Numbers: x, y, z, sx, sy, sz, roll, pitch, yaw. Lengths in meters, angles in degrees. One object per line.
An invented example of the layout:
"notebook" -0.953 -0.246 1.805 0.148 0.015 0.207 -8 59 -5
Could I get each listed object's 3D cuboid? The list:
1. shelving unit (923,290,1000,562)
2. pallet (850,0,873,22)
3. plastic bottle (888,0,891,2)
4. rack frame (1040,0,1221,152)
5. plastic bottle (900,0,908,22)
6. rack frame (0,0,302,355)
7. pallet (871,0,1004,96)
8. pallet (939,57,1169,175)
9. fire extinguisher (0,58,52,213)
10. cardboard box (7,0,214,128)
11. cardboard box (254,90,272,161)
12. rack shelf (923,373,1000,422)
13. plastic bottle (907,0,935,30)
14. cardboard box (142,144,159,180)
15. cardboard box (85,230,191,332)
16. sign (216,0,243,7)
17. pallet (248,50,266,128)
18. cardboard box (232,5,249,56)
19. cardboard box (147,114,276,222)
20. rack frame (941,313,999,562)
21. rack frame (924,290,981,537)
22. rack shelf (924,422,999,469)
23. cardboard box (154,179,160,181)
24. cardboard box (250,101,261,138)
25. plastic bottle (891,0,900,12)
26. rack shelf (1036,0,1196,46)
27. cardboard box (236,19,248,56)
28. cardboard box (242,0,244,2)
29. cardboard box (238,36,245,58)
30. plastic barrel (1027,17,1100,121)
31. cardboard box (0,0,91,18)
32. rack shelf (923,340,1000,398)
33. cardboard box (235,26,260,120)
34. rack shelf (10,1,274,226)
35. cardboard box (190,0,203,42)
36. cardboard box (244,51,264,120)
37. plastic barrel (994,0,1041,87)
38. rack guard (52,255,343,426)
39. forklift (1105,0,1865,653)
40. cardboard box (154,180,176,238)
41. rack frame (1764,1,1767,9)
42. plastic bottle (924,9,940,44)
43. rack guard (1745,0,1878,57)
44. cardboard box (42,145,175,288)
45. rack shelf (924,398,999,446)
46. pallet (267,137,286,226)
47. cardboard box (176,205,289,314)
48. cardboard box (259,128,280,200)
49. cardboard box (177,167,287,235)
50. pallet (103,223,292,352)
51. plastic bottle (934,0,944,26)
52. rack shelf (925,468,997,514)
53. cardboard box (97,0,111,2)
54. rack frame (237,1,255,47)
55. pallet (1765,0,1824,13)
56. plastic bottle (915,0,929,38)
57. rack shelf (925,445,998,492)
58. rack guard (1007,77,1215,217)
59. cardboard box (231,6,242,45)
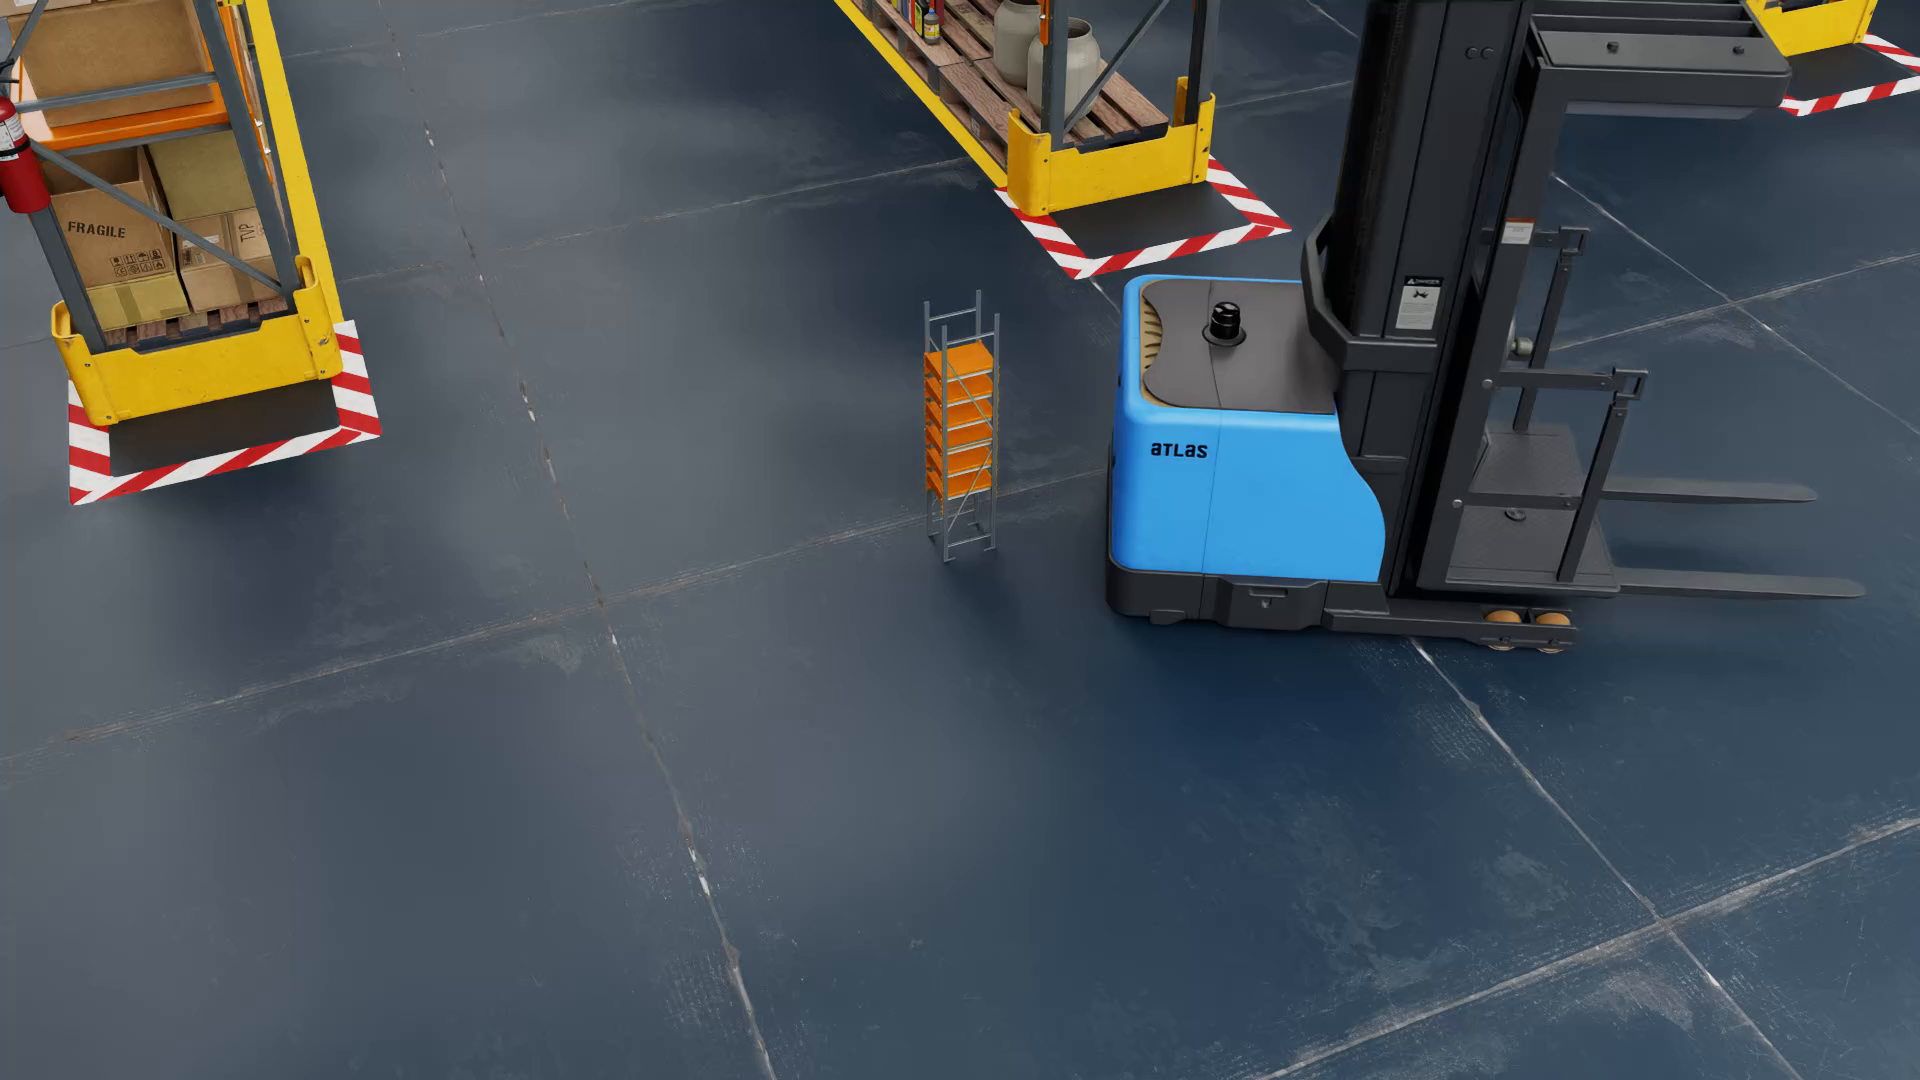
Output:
"shelving unit" 0.006 -0.446 6.849 0.258 1.200 0.189 -15 43 -17
"pallet" -0.383 -4.098 11.854 1.003 0.211 1.213 -15 43 -17
"plastic bottle" -0.441 -3.773 11.032 0.144 0.351 0.185 -15 43 -17
"rack frame" 0.929 -3.161 8.625 1.000 3.000 0.127 -15 43 -17
"plastic bottle" -0.303 -3.534 10.811 0.152 0.276 0.135 -16 43 -18
"rack frame" -3.649 -1.928 7.191 1.000 3.000 0.127 -15 43 -17
"pallet" 0.087 -3.362 10.998 1.003 0.211 1.213 -15 43 -17
"pallet" 0.550 -2.628 10.145 1.003 0.211 1.213 -15 43 -17
"fire extinguisher" -4.033 -1.711 6.999 0.296 0.674 0.183 -15 43 -17
"cardboard box" -3.816 -2.250 7.489 0.700 0.500 0.500 -15 43 -17
"cardboard box" -4.221 -2.327 9.442 0.500 0.250 0.500 -15 43 -17
"rack shelf" 0.006 -0.594 6.721 0.258 0.103 0.180 -15 43 -17
"plastic bottle" -0.250 -3.451 10.714 0.152 0.276 0.135 -15 43 -17
"cardboard box" -4.525 -2.176 8.692 0.500 0.500 0.500 -15 43 -17
"cardboard box" -4.127 -1.294 8.240 0.500 0.250 0.500 -15 43 -17
"sign" -3.134 -2.421 7.040 0.100 0.325 0.005 -15 43 -17
"pallet" -4.914 -2.790 10.333 1.003 0.211 1.213 -15 43 -17
"cardboard box" -4.800 -3.229 10.491 0.500 0.250 0.500 -15 43 -17
"cardboard box" -3.842 -2.008 8.496 0.500 0.500 0.500 -15 43 -17
"rack frame" 0.041 -0.391 6.785 0.240 1.200 0.006 -15 43 -17
"rack frame" -0.029 -0.501 6.913 0.240 1.200 0.006 -15 43 -17
"rack shelf" 0.006 -0.413 6.878 0.258 0.103 0.180 -15 43 -17
"cardboard box" -4.523 -1.892 8.937 0.500 0.250 0.500 -15 43 -17
"cardboard box" -4.045 -2.306 8.842 0.500 0.500 0.500 -15 43 -17
"plastic bottle" -0.370 -3.661 10.901 0.144 0.351 0.185 -13 42 -15
"rack shelf" 0.164 -4.093 10.261 1.077 0.370 4.000 -15 43 -17
"cardboard box" -4.618 -2.925 10.138 0.500 0.250 0.500 -15 43 -17
"cardboard box" -5.105 -3.759 11.107 0.500 0.250 0.500 -16 43 -18
"cardboard box" -4.425 -2.909 9.544 0.500 0.500 0.500 -15 43 -17
"plastic barrel" 0.606 -2.754 9.738 0.421 0.512 0.421 0 41 0
"cardboard box" -3.971 -2.394 7.159 0.380 0.149 0.250 -16 43 -18
"rack shelf" 0.006 -0.685 6.643 0.258 0.103 0.180 -15 43 -17
"cardboard box" -4.220 -2.611 9.198 0.500 0.500 0.500 -15 43 -17
"rack shelf" -4.414 -2.860 8.826 1.077 0.370 4.000 -15 43 -17
"cardboard box" -4.021 -2.565 7.856 0.700 0.500 0.500 -14 43 -16
"cardboard box" -4.413 -2.628 9.792 0.500 0.250 0.500 -15 43 -17
"plastic barrel" 0.415 -3.056 10.090 0.421 0.512 0.421 0 41 0
"rack guard" -3.640 -0.965 7.989 1.175 0.500 0.348 -15 43 -17
"forklift" 2.142 -1.018 6.186 3.031 2.935 1.130 3 41 3
"cardboard box" -4.330 -1.592 8.587 0.500 0.250 0.500 -15 43 -17
"rack frame" 5.505 -4.397 10.062 1.000 3.000 0.127 -15 43 -17
"plastic bottle" -0.179 -3.264 10.554 0.097 0.201 0.097 0 41 0
"rack guard" 5.476 -3.495 10.930 1.175 0.500 0.348 -15 43 -17
"cardboard box" -4.129 -1.577 7.995 0.500 0.500 0.500 -15 43 -17
"rack shelf" 0.006 -0.504 6.799 0.258 0.103 0.180 -15 43 -17
"pallet" -4.443 -2.054 9.477 1.003 0.211 1.213 -15 43 -17
"cardboard box" -3.649 -1.423 8.391 0.500 0.250 0.500 -15 43 -17
"cardboard box" -4.034 -2.024 9.090 0.500 0.250 0.500 -15 43 -17
"cardboard box" -3.843 -1.723 8.740 0.500 0.250 0.500 -15 43 -17
"pallet" -3.980 -1.321 8.624 1.003 0.211 1.213 -15 43 -17
"plastic bottle" -0.152 -3.480 10.743 0.061 0.283 0.133 -15 43 -17
"rack shelf" 0.006 -0.231 7.034 0.258 0.103 0.180 -15 43 -17
"cardboard box" -3.600 -2.501 7.284 0.380 0.149 0.250 -15 43 -17
"rack frame" -5.180 -4.337 9.993 1.000 3.000 0.127 -15 43 -17
"pallet" 5.198 -3.883 11.604 1.003 0.211 1.213 -15 43 -17
"plastic bottle" -0.240 -3.361 10.603 0.061 0.283 0.133 -14 43 -16
"rack shelf" 0.006 -0.322 6.956 0.258 0.103 0.180 -15 43 -17
"rack guard" 0.856 -2.247 9.480 1.175 0.500 0.348 -15 43 -17
"cardboard box" -4.620 -3.209 9.893 0.500 0.500 0.500 -15 43 -17
